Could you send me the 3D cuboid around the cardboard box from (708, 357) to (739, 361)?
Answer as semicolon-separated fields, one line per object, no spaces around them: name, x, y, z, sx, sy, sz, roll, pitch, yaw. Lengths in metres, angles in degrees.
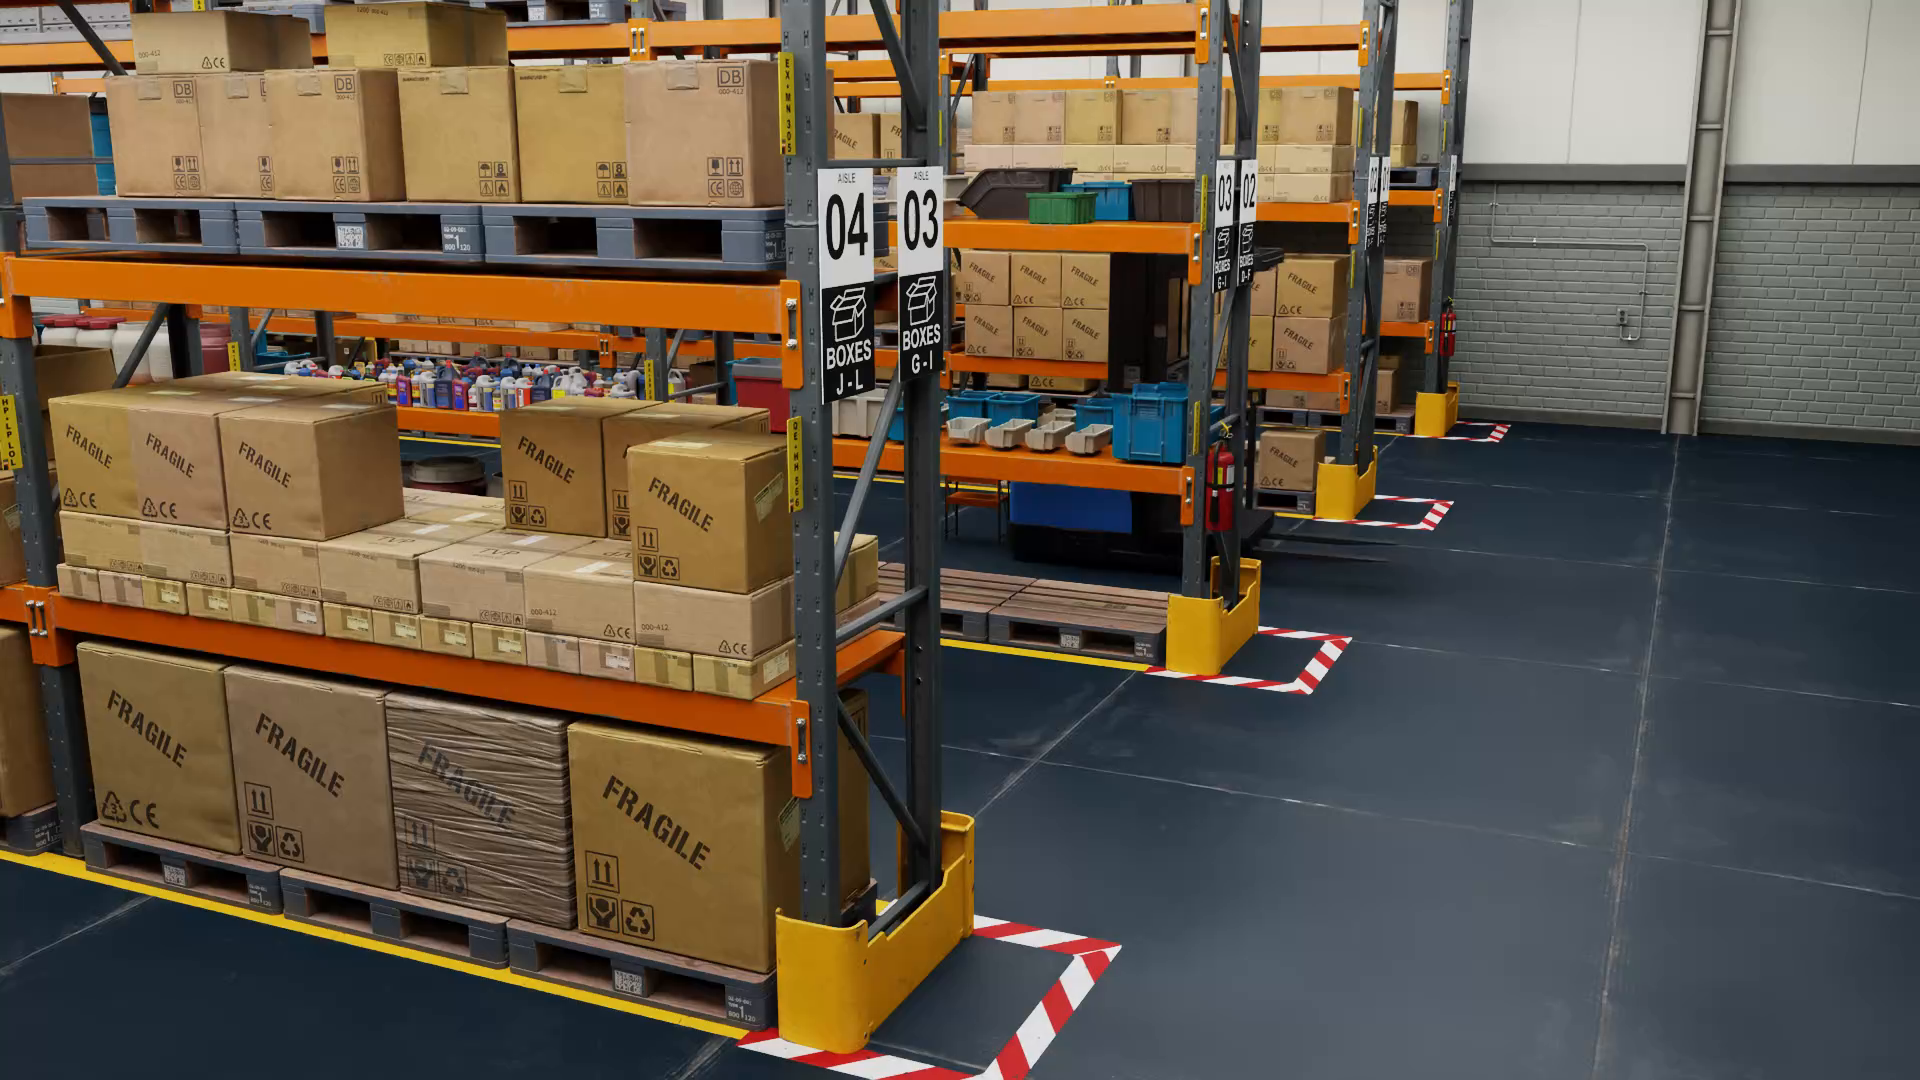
cardboard box;-3.199;-2.702;23.714;0.500;0.500;0.700;6;14;23

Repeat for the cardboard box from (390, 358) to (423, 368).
cardboard box;-6.804;-2.034;20.228;0.500;0.311;0.500;6;14;23

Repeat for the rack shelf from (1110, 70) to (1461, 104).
rack shelf;3.855;-5.358;19.841;4.000;0.370;1.077;6;14;23

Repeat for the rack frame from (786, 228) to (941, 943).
rack frame;-0.335;0.307;6.382;0.127;3.000;1.000;6;14;23

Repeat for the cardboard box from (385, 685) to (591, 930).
cardboard box;-1.784;1.010;7.117;0.875;0.875;0.875;6;14;23

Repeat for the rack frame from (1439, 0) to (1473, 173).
rack frame;5.684;-5.718;18.924;0.127;3.000;1.000;6;14;23

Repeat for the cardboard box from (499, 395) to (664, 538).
cardboard box;-1.598;-0.324;7.105;0.500;0.500;0.500;5;14;22

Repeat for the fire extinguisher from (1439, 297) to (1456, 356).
fire extinguisher;5.635;-2.468;19.191;0.183;0.674;0.296;6;14;23

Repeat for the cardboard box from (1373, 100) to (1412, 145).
cardboard box;4.904;-4.813;19.185;0.500;0.500;0.500;6;14;23

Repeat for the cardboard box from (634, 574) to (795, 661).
cardboard box;-0.885;0.245;6.320;0.500;0.250;0.500;6;14;22

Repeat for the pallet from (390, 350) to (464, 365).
pallet;-8.147;-2.831;25.855;1.213;0.211;1.003;6;14;23

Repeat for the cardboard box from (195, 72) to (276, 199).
cardboard box;-2.762;-1.715;7.075;0.500;0.500;0.700;7;15;26

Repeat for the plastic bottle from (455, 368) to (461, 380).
plastic bottle;-4.168;-1.324;13.767;0.097;0.201;0.097;0;13;0

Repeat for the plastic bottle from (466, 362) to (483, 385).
plastic bottle;-3.945;-1.310;13.527;0.133;0.283;0.061;6;14;23

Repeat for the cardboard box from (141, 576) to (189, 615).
cardboard box;-3.375;0.204;7.369;0.250;0.149;0.380;6;15;25

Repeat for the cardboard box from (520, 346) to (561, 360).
cardboard box;-6.253;-2.992;24.950;0.500;0.500;0.500;5;14;19

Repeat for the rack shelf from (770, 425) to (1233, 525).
rack shelf;-0.157;-0.563;11.662;4.000;0.370;1.077;6;14;23

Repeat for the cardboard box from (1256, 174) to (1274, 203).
cardboard box;2.652;-3.191;15.048;0.500;0.250;0.500;6;14;23

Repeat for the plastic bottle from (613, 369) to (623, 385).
plastic bottle;-2.684;-1.208;13.119;0.097;0.271;0.097;0;13;0

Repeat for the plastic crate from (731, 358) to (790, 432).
plastic crate;-1.271;-1.023;11.779;0.583;0.464;0.402;6;14;23

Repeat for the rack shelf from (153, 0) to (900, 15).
rack shelf;-2.164;-2.254;6.613;4.000;0.370;1.077;6;14;23

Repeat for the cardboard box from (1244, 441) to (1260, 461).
cardboard box;2.842;-0.794;16.127;0.500;0.250;0.500;6;14;23

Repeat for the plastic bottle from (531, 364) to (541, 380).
plastic bottle;-3.408;-1.281;13.431;0.097;0.271;0.097;0;13;0

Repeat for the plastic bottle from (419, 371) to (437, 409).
plastic bottle;-4.110;-1.172;12.955;0.135;0.276;0.152;6;14;23

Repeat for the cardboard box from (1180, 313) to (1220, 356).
cardboard box;2.232;-1.890;15.525;0.500;0.500;0.500;6;14;24

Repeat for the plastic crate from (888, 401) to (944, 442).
plastic crate;-0.310;-0.812;11.385;0.300;0.233;0.416;6;14;23

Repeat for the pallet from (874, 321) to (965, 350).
pallet;-0.663;-2.136;17.210;1.213;0.211;1.003;6;14;23

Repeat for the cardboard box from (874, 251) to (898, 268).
cardboard box;-0.815;-3.592;22.082;0.500;0.500;0.500;6;15;25

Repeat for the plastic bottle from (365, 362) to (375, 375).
plastic bottle;-5.002;-1.409;14.127;0.097;0.201;0.097;0;13;0

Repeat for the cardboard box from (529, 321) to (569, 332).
cardboard box;-4.568;-2.406;18.491;0.250;0.149;0.380;6;14;23

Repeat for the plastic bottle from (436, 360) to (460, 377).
plastic bottle;-4.027;-1.237;13.068;0.185;0.351;0.144;6;14;23

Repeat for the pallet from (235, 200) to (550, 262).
pallet;-2.137;-1.290;6.813;1.213;0.211;1.003;6;14;23

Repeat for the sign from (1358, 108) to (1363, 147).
sign;3.438;-3.540;14.269;0.005;0.325;0.100;6;14;23

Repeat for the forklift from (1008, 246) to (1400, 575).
forklift;1.962;-1.248;13.158;3.031;2.935;1.130;5;14;21

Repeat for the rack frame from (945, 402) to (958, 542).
rack frame;-0.072;-0.591;14.149;0.015;1.200;0.240;6;14;23

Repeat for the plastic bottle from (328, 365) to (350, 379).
plastic bottle;-4.955;-1.257;13.319;0.135;0.276;0.152;6;14;23

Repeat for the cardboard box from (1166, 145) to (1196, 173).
cardboard box;2.195;-3.480;15.189;0.500;0.250;0.500;6;14;23

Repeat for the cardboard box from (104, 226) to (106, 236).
cardboard box;-10.478;-3.872;21.132;0.500;0.500;0.700;6;14;23

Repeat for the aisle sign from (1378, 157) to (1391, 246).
aisle sign;3.862;-3.083;15.136;0.004;0.787;0.394;6;14;23

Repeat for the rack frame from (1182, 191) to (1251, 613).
rack frame;1.671;-0.728;10.791;0.127;3.000;1.000;6;14;23

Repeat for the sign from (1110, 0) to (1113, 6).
sign;1.818;-6.467;19.898;0.005;0.325;0.100;6;14;23

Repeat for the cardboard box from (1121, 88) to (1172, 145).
cardboard box;1.862;-3.956;15.573;0.500;0.500;0.700;6;14;23

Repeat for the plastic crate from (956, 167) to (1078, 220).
plastic crate;0.386;-2.357;11.303;0.767;0.338;0.504;6;14;23

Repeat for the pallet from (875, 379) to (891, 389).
pallet;-0.940;-2.091;22.705;1.213;0.211;1.003;6;14;23

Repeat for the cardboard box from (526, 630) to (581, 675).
cardboard box;-1.490;0.394;6.559;0.250;0.149;0.380;6;15;24

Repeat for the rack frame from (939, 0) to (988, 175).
rack frame;0.024;-5.053;16.091;0.127;3.000;1.000;6;14;23

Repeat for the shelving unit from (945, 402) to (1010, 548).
shelving unit;0.151;-0.569;14.053;0.503;1.200;0.258;6;14;23

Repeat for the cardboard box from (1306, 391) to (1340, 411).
cardboard box;4.546;-1.875;20.231;0.500;0.500;0.700;6;14;23

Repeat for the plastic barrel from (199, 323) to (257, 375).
plastic barrel;-6.190;-1.514;13.843;0.708;0.536;0.600;6;14;23

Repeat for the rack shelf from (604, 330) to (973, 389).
rack shelf;-1.805;-1.967;17.647;4.000;0.370;1.077;6;14;23

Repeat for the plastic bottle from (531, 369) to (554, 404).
plastic bottle;-3.128;-1.108;12.518;0.185;0.351;0.144;6;14;23

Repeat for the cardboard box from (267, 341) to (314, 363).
cardboard box;-8.256;-2.149;20.307;0.500;0.500;0.500;6;14;23
